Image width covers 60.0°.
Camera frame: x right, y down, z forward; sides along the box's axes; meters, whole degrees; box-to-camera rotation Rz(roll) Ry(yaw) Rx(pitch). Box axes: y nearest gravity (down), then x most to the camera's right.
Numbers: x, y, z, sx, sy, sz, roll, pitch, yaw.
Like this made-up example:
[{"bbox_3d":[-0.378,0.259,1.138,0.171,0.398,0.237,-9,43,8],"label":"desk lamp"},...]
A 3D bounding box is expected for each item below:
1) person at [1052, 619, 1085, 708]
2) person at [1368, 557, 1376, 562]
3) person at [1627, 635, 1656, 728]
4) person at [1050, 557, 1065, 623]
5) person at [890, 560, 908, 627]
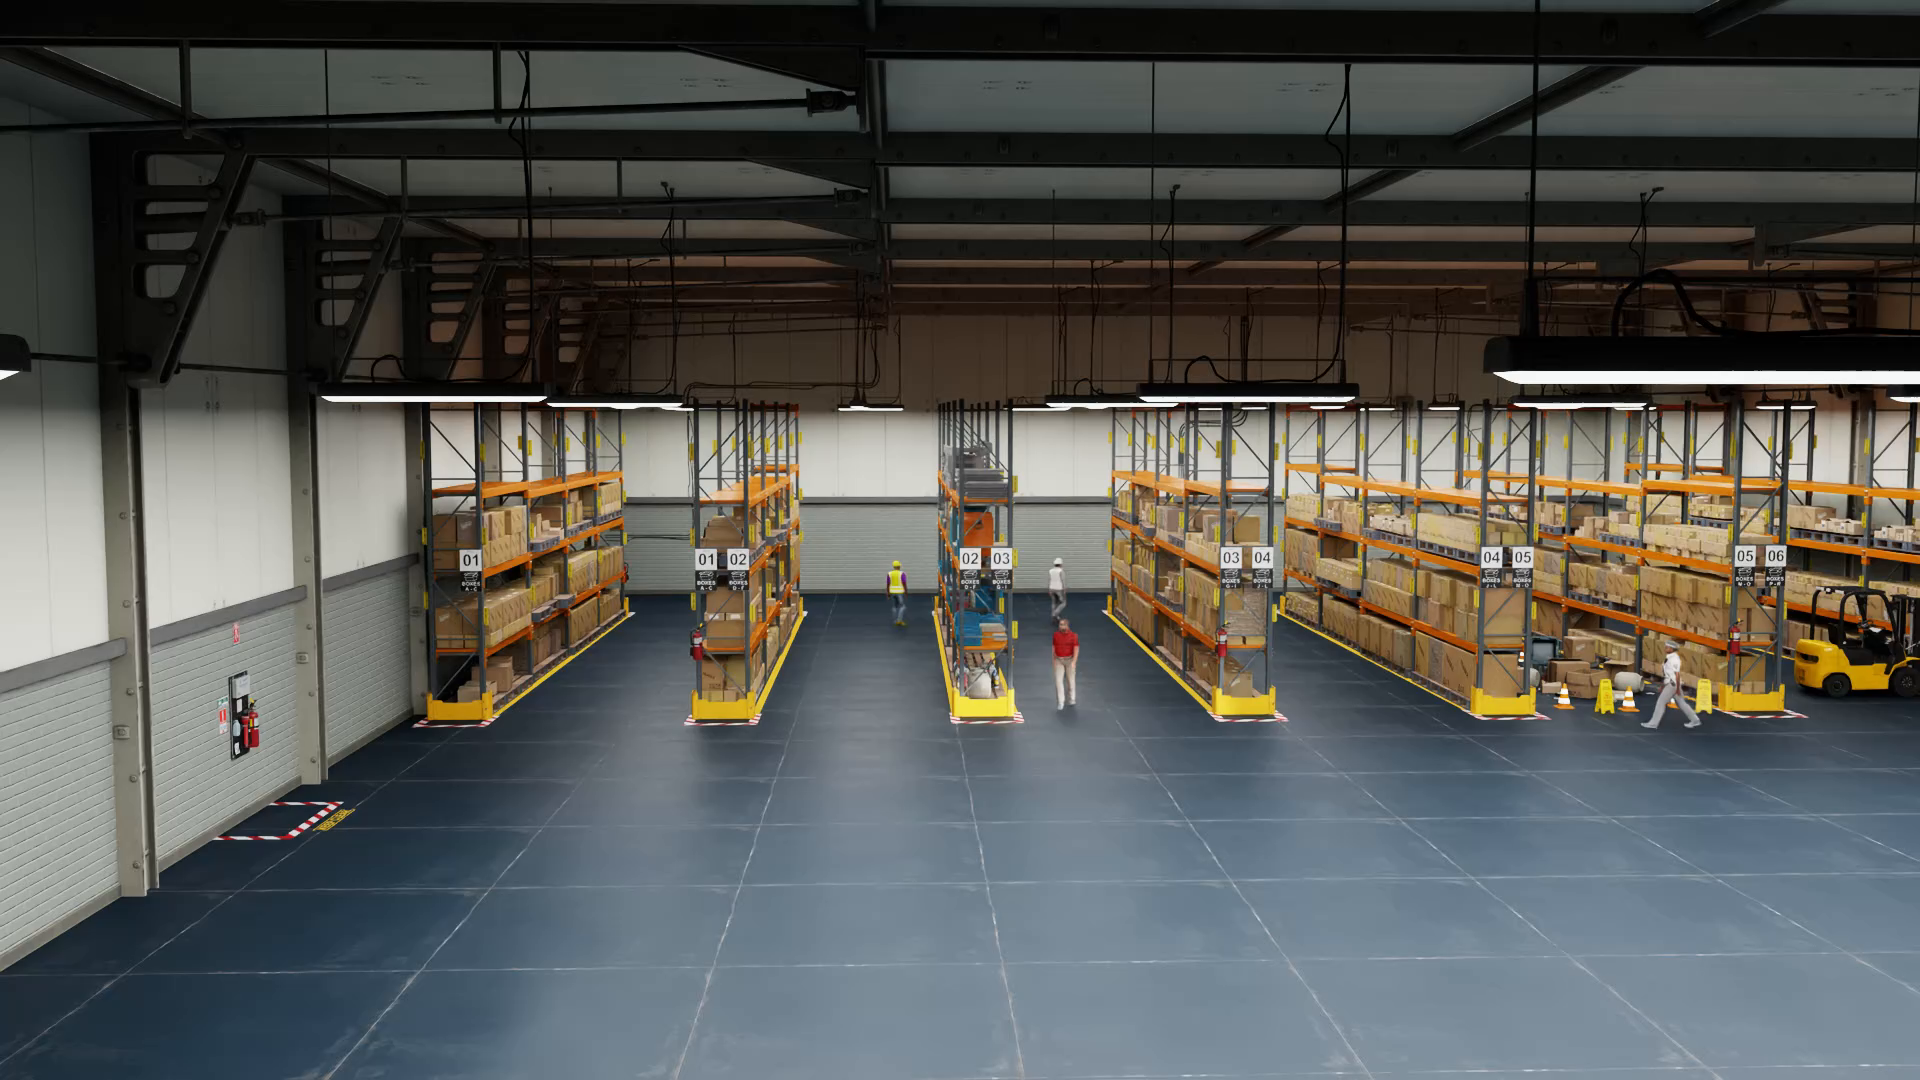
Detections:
[{"bbox_3d":[2.091,2.402,32.531,0.720,1.727,0.575,-3,5,-32],"label":"person"},{"bbox_3d":[11.807,1.313,47.257,0.478,1.666,0.577,3,5,30],"label":"person"},{"bbox_3d":[12.398,2.596,30.195,0.486,1.733,0.451,1,4,14],"label":"person"},{"bbox_3d":[2.679,1.371,45.643,0.378,1.807,0.581,0,4,-2],"label":"person"},{"bbox_3d":[-1.649,1.446,44.913,0.410,1.804,0.615,-2,5,-28],"label":"person"}]
